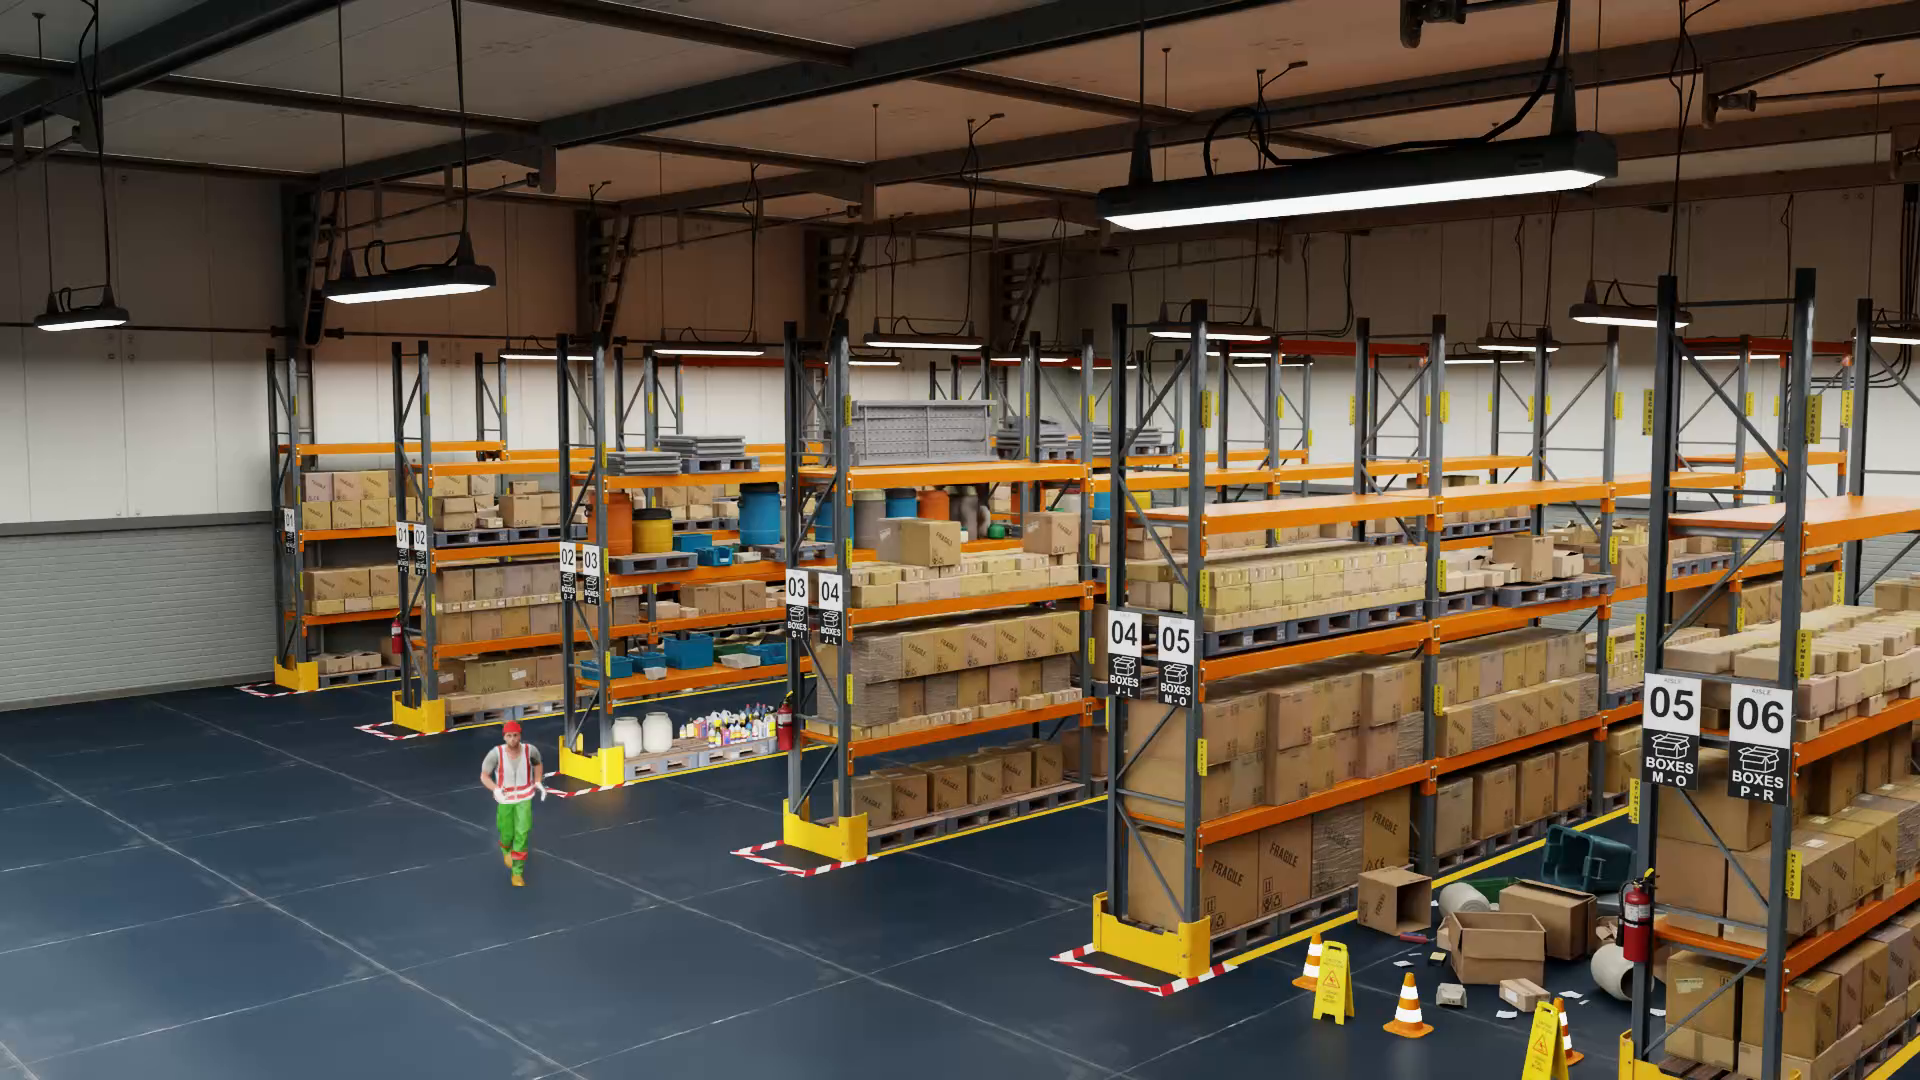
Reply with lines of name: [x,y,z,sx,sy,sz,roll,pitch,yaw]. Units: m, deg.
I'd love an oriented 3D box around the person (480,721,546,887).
person: [-4.784,2.762,17.784,0.663,1.745,0.867,-2,5,-19]

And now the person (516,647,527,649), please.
person: [-7.751,1.818,29.547,0.598,1.613,0.824,2,5,21]
